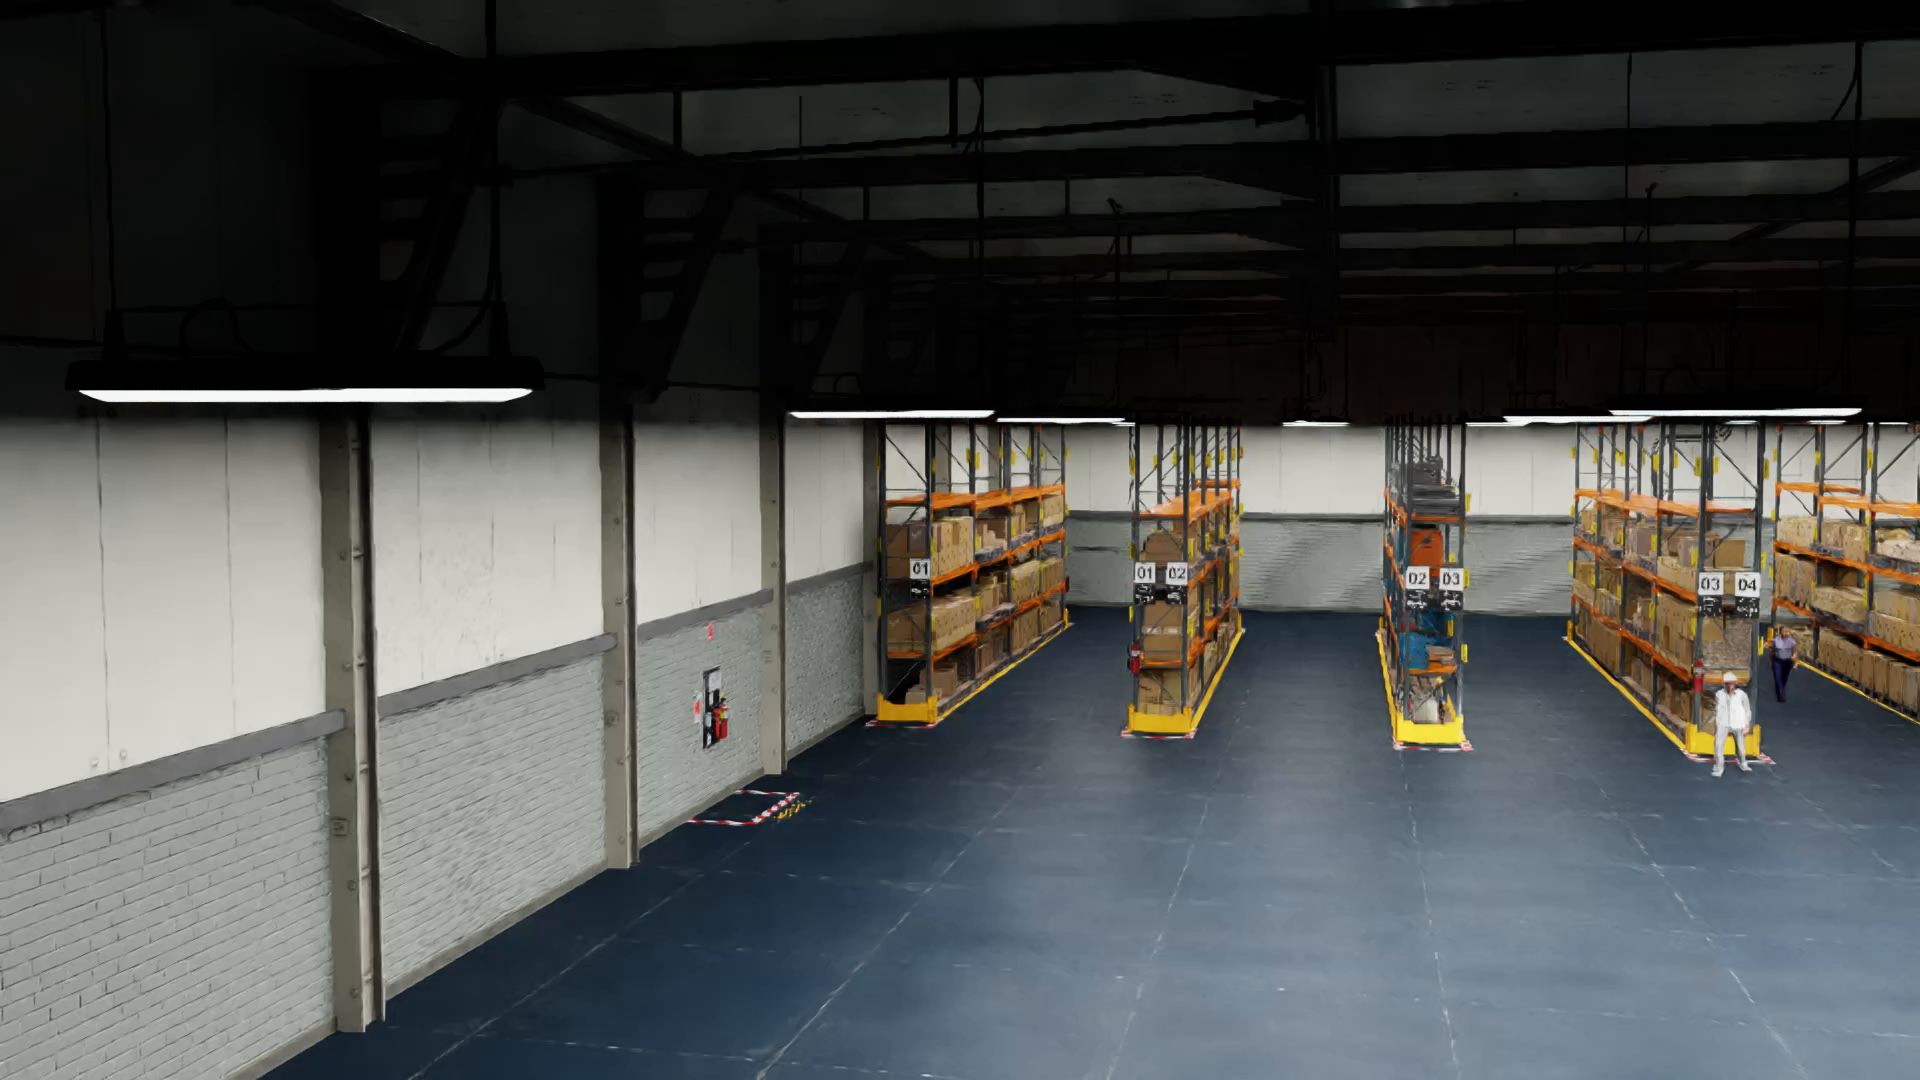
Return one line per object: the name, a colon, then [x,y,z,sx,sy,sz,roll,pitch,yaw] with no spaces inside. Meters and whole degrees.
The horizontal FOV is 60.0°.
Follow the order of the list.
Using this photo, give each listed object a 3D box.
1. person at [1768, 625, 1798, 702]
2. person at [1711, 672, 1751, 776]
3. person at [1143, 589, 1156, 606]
person: [17.257,2.576,34.839,0.493,1.571,0.991,1,4,12]
person: [12.752,3.011,27.439,0.574,1.721,0.811,3,5,34]
person: [5.249,1.858,44.605,0.719,1.714,0.577,1,4,11]
